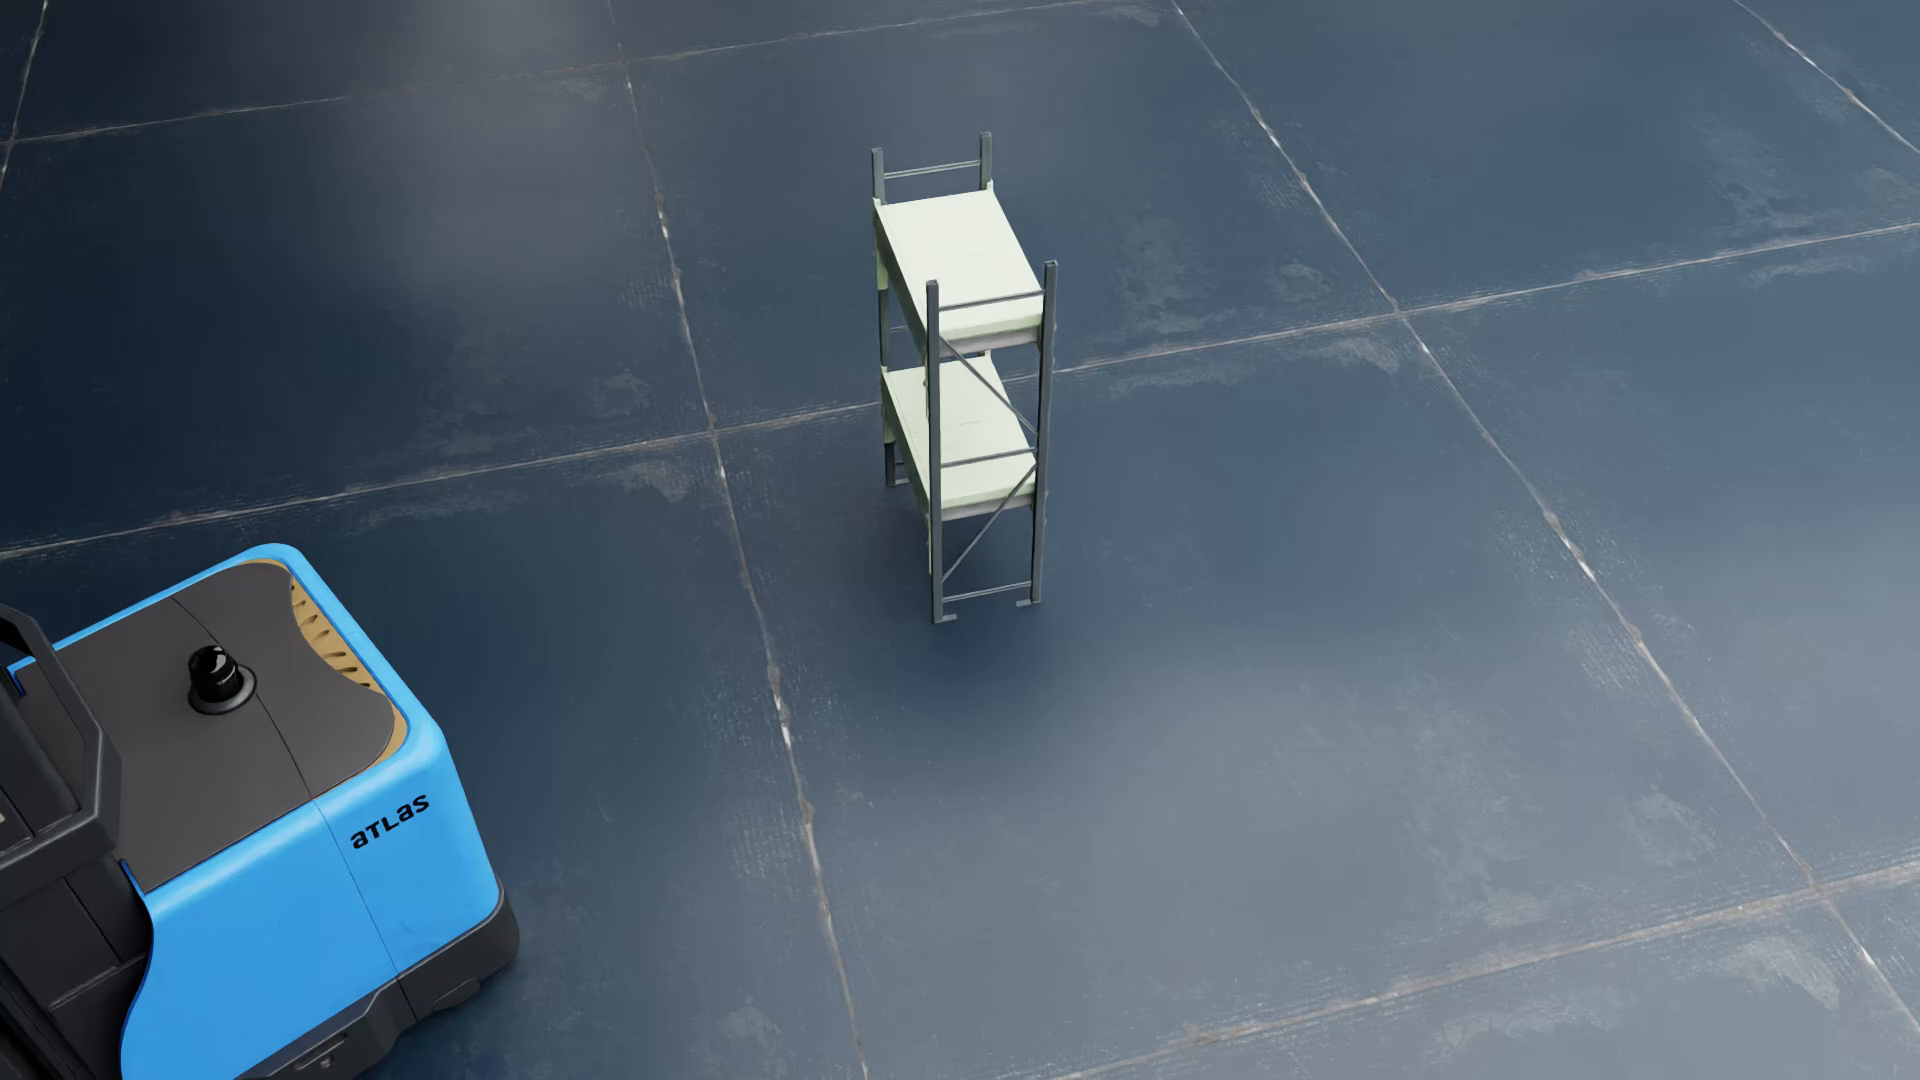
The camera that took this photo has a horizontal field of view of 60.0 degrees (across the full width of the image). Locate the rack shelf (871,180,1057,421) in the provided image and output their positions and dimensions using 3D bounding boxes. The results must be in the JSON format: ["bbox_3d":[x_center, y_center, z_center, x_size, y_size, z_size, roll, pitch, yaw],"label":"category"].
[{"bbox_3d":[0.002,-0.793,5.431,0.431,0.370,0.720,-11,47,-10],"label":"rack shelf"}]

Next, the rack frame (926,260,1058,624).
[{"bbox_3d":[0.095,-0.268,5.462,0.400,1.500,0.023,-11,47,-10],"label":"rack frame"}]

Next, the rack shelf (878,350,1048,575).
[{"bbox_3d":[0.002,-0.292,5.943,0.431,0.370,0.720,-11,47,-10],"label":"rack shelf"}]

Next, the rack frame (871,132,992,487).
[{"bbox_3d":[-0.092,-0.773,5.957,0.400,1.500,0.023,-11,47,-10],"label":"rack frame"}]

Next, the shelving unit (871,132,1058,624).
[{"bbox_3d":[0.002,-0.520,5.710,0.431,1.500,0.755,-11,47,-10],"label":"shelving unit"}]

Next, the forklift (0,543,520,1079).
[{"bbox_3d":[-2.767,0.653,3.558,3.031,2.935,1.130,-31,53,-27],"label":"forklift"}]
